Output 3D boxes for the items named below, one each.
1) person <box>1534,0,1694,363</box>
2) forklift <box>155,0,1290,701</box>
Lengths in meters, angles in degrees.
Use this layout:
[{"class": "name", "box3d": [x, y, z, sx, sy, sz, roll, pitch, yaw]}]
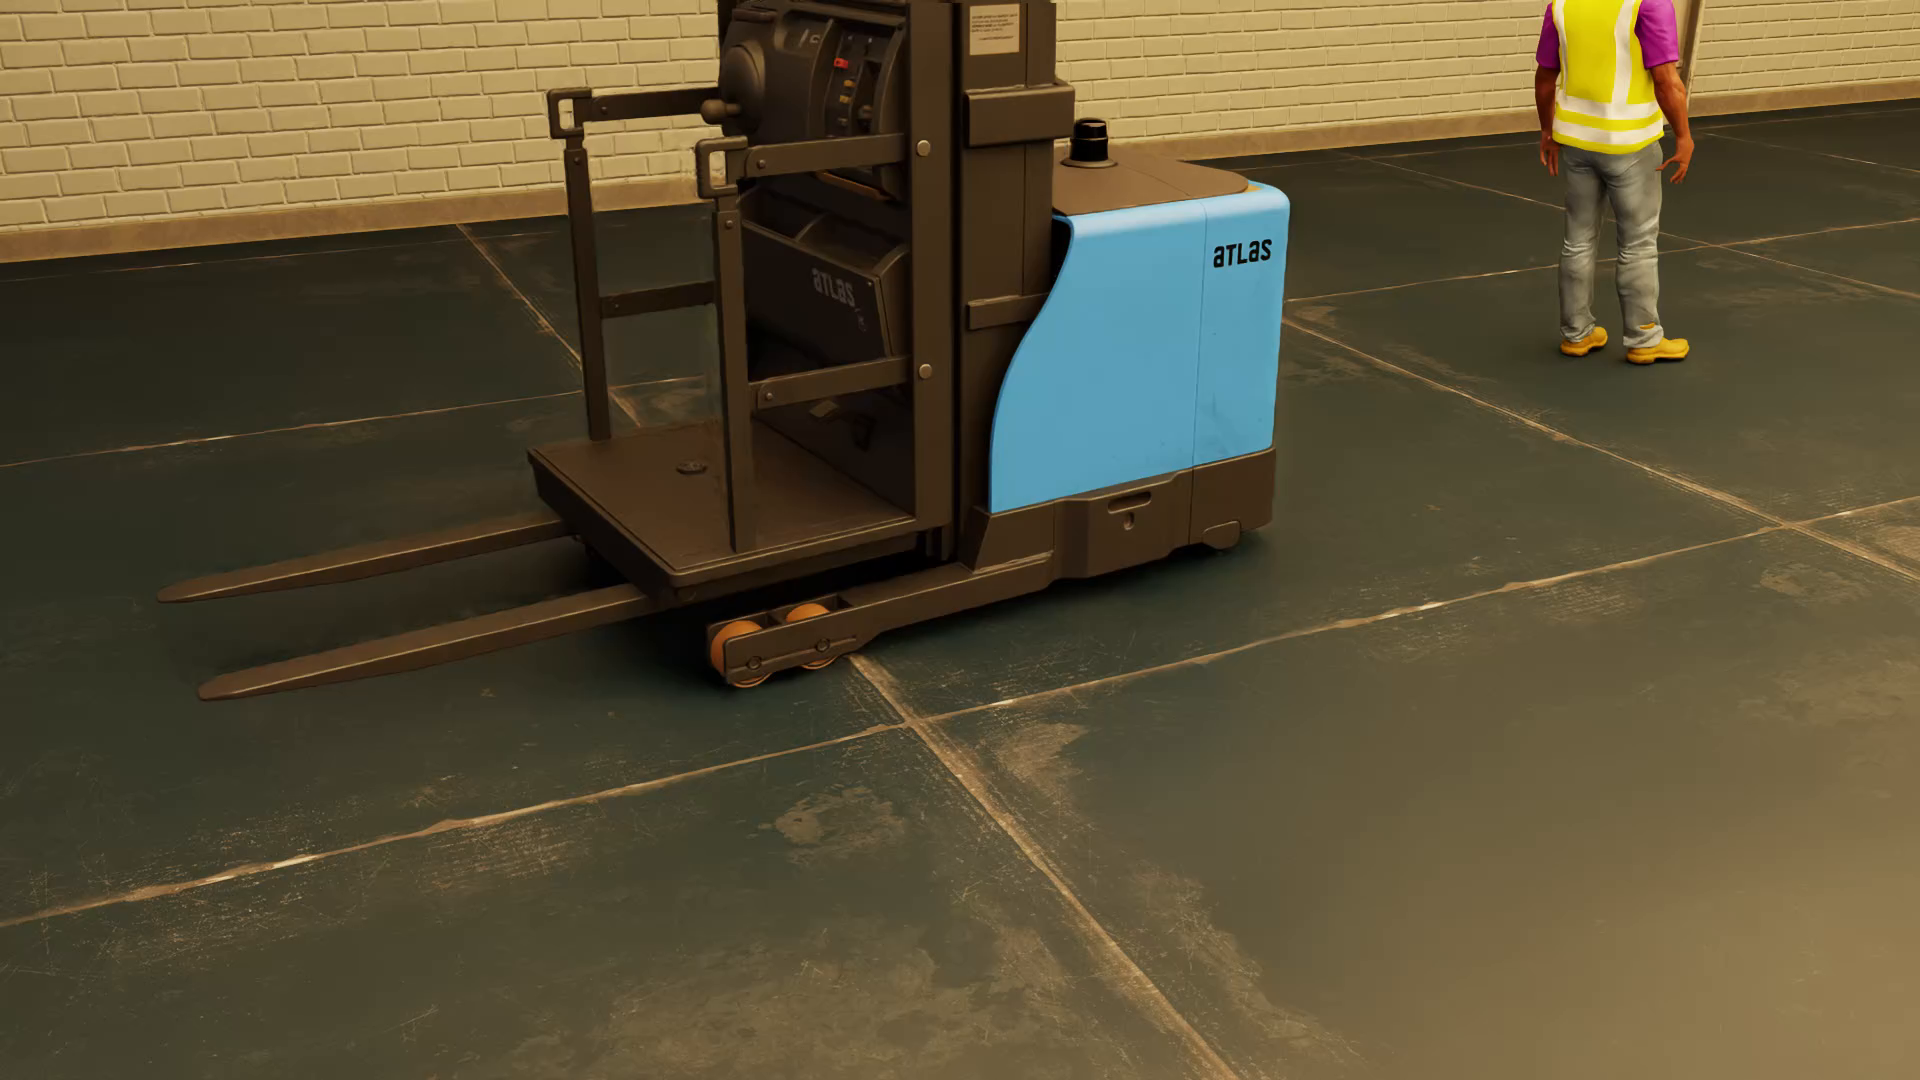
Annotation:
[{"class": "person", "box3d": [2.648, -1.615, 6.673, 0.577, 1.765, 0.666, -16, 27, -33]}, {"class": "forklift", "box3d": [-0.571, -1.211, 4.201, 3.031, 2.935, 1.130, -13, 26, -29]}]
